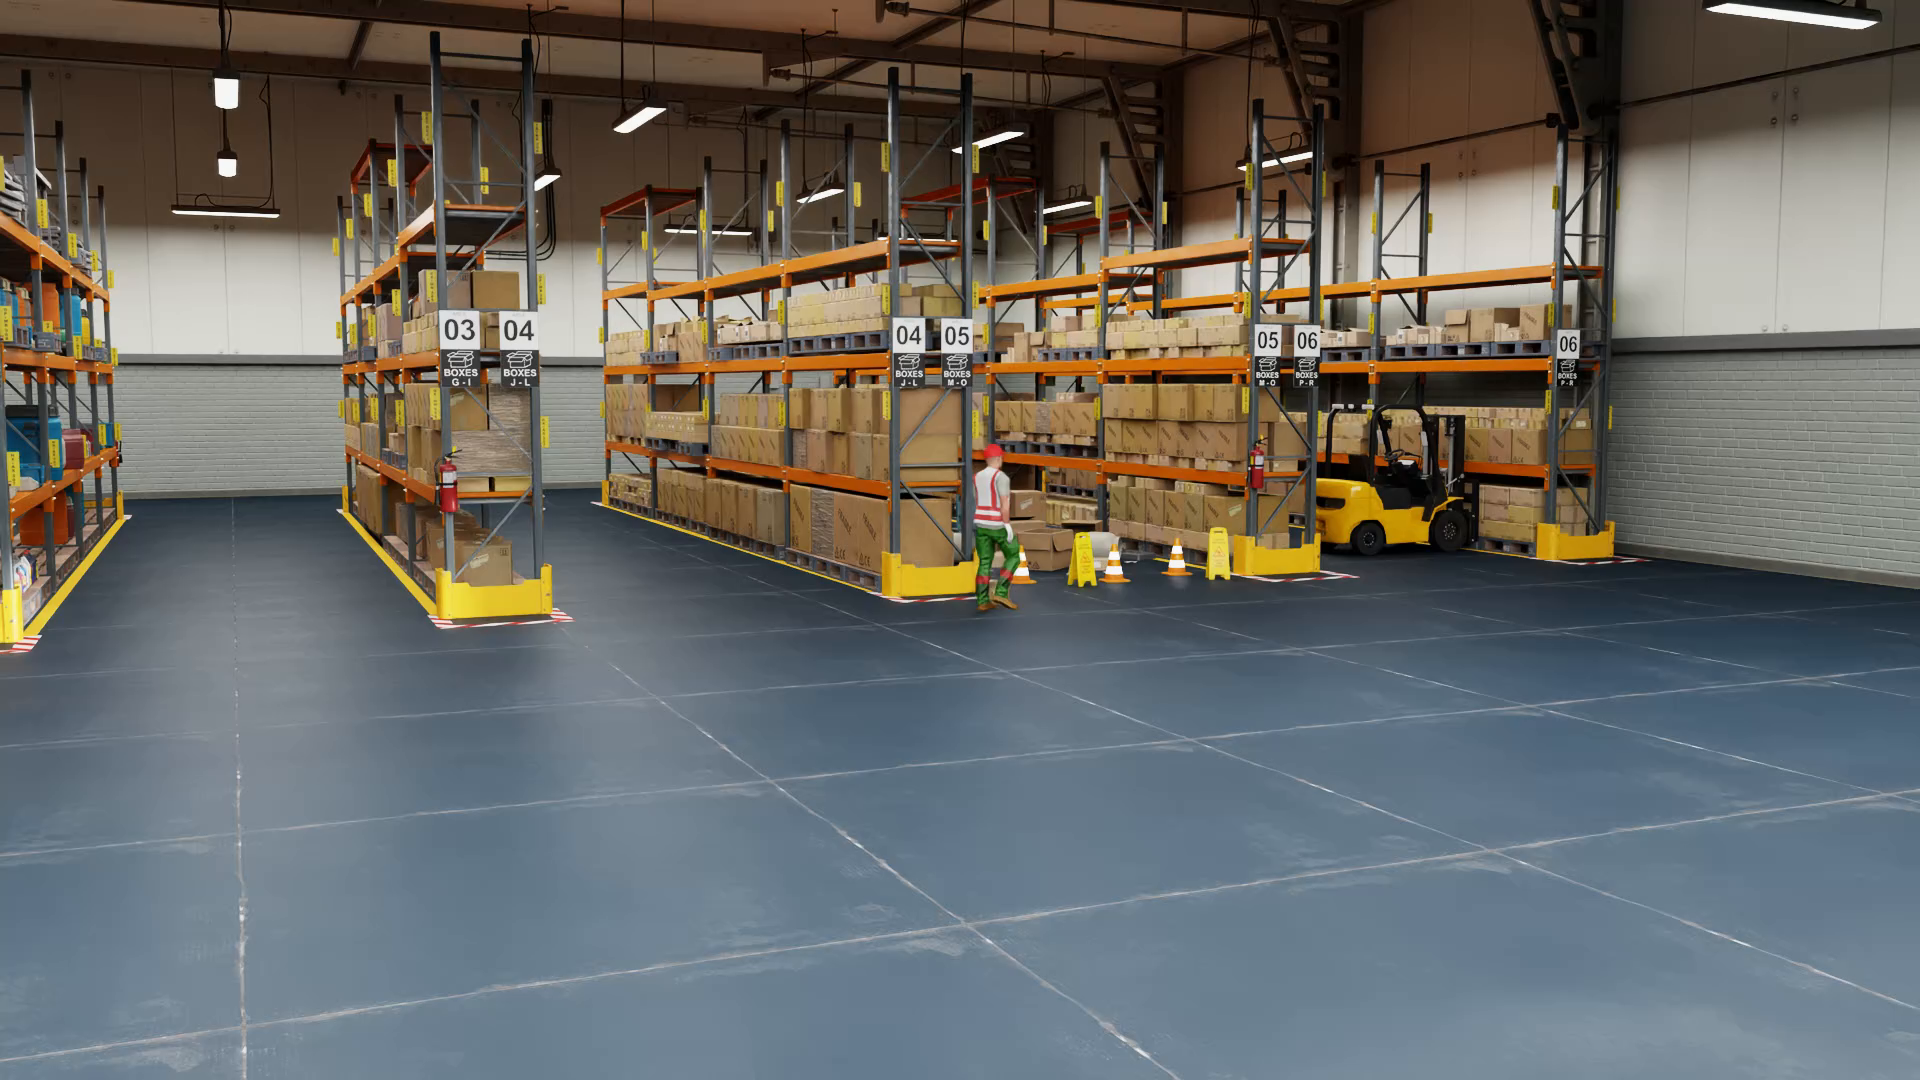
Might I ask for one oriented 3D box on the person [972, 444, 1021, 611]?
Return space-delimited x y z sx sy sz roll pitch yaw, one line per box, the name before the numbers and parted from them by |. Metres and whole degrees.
person | 0.370 -0.141 17.848 0.581 1.775 0.444 5 7 42
